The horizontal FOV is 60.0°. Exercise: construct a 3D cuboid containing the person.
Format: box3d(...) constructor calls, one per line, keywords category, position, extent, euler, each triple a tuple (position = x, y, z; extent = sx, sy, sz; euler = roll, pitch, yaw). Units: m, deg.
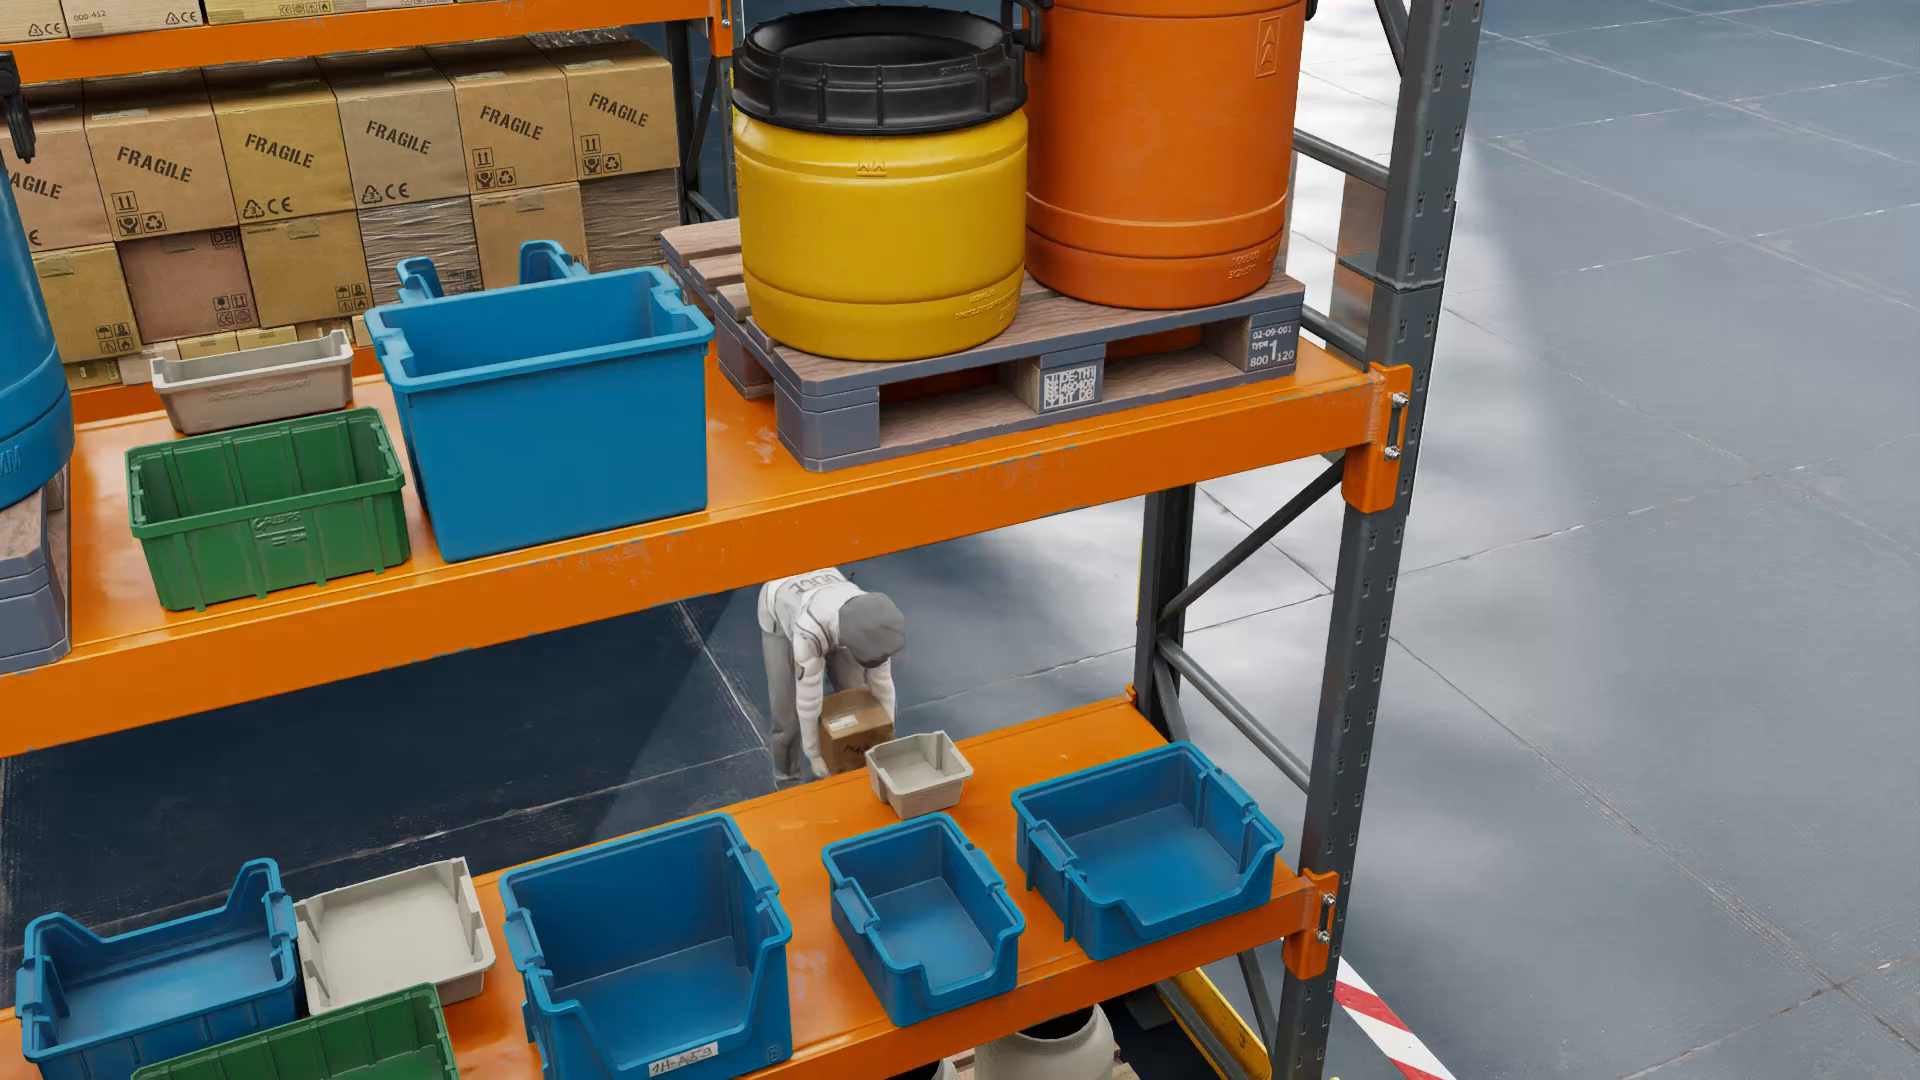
box3d(category="person", position=(-0.469, 0.621, 6.459), extent=(0.400, 1.251, 0.898), euler=(-14, 33, -23))
